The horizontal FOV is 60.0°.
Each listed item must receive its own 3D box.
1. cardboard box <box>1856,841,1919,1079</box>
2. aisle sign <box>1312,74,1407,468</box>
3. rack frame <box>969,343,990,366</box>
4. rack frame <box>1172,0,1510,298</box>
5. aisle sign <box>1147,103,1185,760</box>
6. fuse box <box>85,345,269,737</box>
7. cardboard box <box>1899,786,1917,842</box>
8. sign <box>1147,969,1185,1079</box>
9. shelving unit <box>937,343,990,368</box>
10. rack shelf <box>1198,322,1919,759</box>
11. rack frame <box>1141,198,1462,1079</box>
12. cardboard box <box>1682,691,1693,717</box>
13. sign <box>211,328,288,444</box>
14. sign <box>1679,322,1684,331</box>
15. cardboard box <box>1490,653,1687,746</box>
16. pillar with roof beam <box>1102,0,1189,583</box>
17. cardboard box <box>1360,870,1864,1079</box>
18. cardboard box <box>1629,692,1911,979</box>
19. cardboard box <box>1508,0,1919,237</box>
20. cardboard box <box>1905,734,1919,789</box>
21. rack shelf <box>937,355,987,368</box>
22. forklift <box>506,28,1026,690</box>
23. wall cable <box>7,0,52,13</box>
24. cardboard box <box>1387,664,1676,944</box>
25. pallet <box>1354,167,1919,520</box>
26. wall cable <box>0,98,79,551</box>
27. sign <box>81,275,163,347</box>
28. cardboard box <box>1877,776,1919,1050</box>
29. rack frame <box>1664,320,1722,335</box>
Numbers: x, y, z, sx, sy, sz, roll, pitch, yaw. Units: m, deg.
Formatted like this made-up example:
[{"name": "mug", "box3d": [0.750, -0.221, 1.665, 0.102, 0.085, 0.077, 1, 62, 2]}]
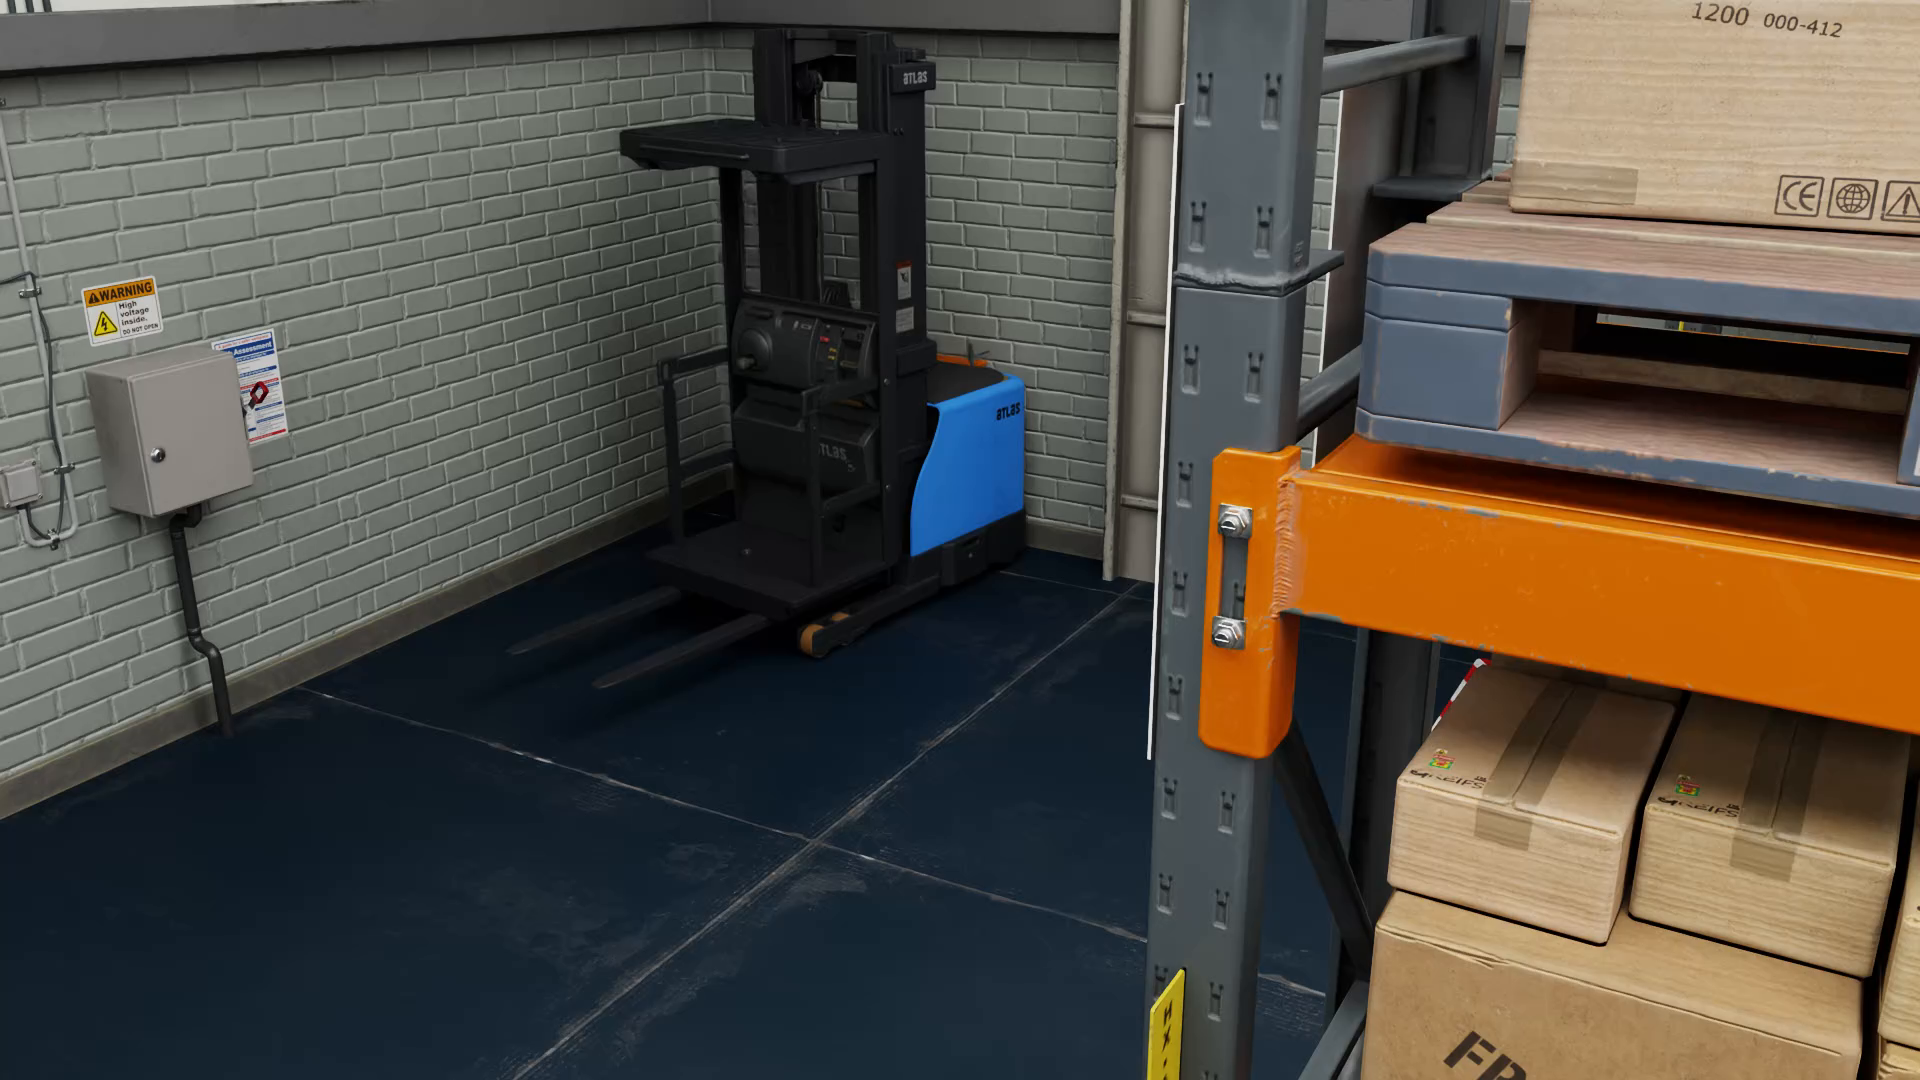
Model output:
[{"name": "cardboard box", "box3d": [1.269, 0.722, 1.863, 0.500, 0.500, 0.500, 10, 22, 26]}, {"name": "aisle sign", "box3d": [0.623, -0.336, 2.579, 0.004, 0.787, 0.394, 11, 23, 27]}, {"name": "rack frame", "box3d": [0.149, -0.587, 9.684, 0.015, 1.200, 0.240, 16, 28, 36]}, {"name": "rack frame", "box3d": [0.534, -1.829, 1.712, 0.127, 3.000, 1.000, 11, 23, 27]}, {"name": "aisle sign", "box3d": [0.330, -0.157, 2.087, 0.004, 0.787, 0.394, 11, 23, 27]}, {"name": "fuse box", "box3d": [-3.248, 0.065, 7.178, 0.414, 1.711, 0.539, 11, 23, 27]}, {"name": "cardboard box", "box3d": [1.542, 0.561, 2.306, 0.500, 0.500, 0.500, 11, 23, 27]}, {"name": "sign", "box3d": [0.258, 0.711, 2.121, 0.005, 0.325, 0.100, 11, 23, 27]}, {"name": "shelving unit", "box3d": [-0.040, -0.640, 9.829, 0.503, 1.200, 0.258, 16, 28, 36]}, {"name": "rack shelf", "box3d": [2.280, 0.251, 1.429, 4.000, 0.370, 1.077, 11, 23, 27]}, {"name": "rack frame", "box3d": [0.534, 0.991, 2.735, 0.127, 3.000, 1.000, 11, 23, 27]}, {"name": "cardboard box", "box3d": [1.179, 0.204, 2.340, 0.250, 0.149, 0.380, 11, 23, 28]}, {"name": "sign", "box3d": [-3.188, -0.678, 7.475, 0.001, 0.494, 0.329, 11, 23, 27]}, {"name": "sign", "box3d": [2.687, -0.733, 6.217, 0.005, 0.325, 0.100, 11, 23, 27]}, {"name": "cardboard box", "box3d": [0.945, 0.169, 2.437, 0.250, 0.149, 0.380, 11, 23, 28]}, {"name": "pillar with roof beam", "box3d": [-1.062, -2.743, 4.230, 0.400, 9.000, 9.100, 11, 23, 27]}, {"name": "cardboard box", "box3d": [0.814, 0.638, 2.094, 0.500, 0.500, 0.500, 10, 22, 26]}, {"name": "cardboard box", "box3d": [0.973, 0.333, 1.985, 0.250, 0.149, 0.380, 11, 23, 29]}, {"name": "cardboard box", "box3d": [0.971, -0.545, 2.028, 0.500, 0.250, 0.500, 9, 22, 22]}, {"name": "cardboard box", "box3d": [1.445, 0.222, 2.291, 0.250, 0.149, 0.380, 11, 22, 27]}, {"name": "rack shelf", "box3d": [-0.052, -1.004, 9.680, 0.480, 0.148, 0.258, 16, 28, 36]}, {"name": "forklift", "box3d": [-0.930, -0.983, 8.278, 1.130, 2.935, 3.031, 15, 25, 36]}, {"name": "wall cable", "box3d": [-2.808, -3.756, 6.967, 0.133, 3.039, 2.988, 11, 23, 27]}, {"name": "cardboard box", "box3d": [0.709, 0.310, 2.047, 0.250, 0.149, 0.380, 11, 23, 28]}, {"name": "pallet", "box3d": [1.187, -0.257, 1.907, 1.213, 0.211, 1.003, 11, 23, 27]}, {"name": "wall cable", "box3d": [-3.718, -0.842, 6.297, 0.122, 1.984, 0.588, 11, 23, 27]}, {"name": "sign", "box3d": [-3.456, -0.947, 6.867, 0.001, 0.242, 0.339, 11, 23, 27]}, {"name": "cardboard box", "box3d": [1.144, 0.410, 1.772, 0.250, 0.149, 0.380, 12, 23, 29]}, {"name": "rack frame", "box3d": [2.952, -0.488, 6.810, 0.127, 3.000, 1.000, 11, 23, 27]}]
